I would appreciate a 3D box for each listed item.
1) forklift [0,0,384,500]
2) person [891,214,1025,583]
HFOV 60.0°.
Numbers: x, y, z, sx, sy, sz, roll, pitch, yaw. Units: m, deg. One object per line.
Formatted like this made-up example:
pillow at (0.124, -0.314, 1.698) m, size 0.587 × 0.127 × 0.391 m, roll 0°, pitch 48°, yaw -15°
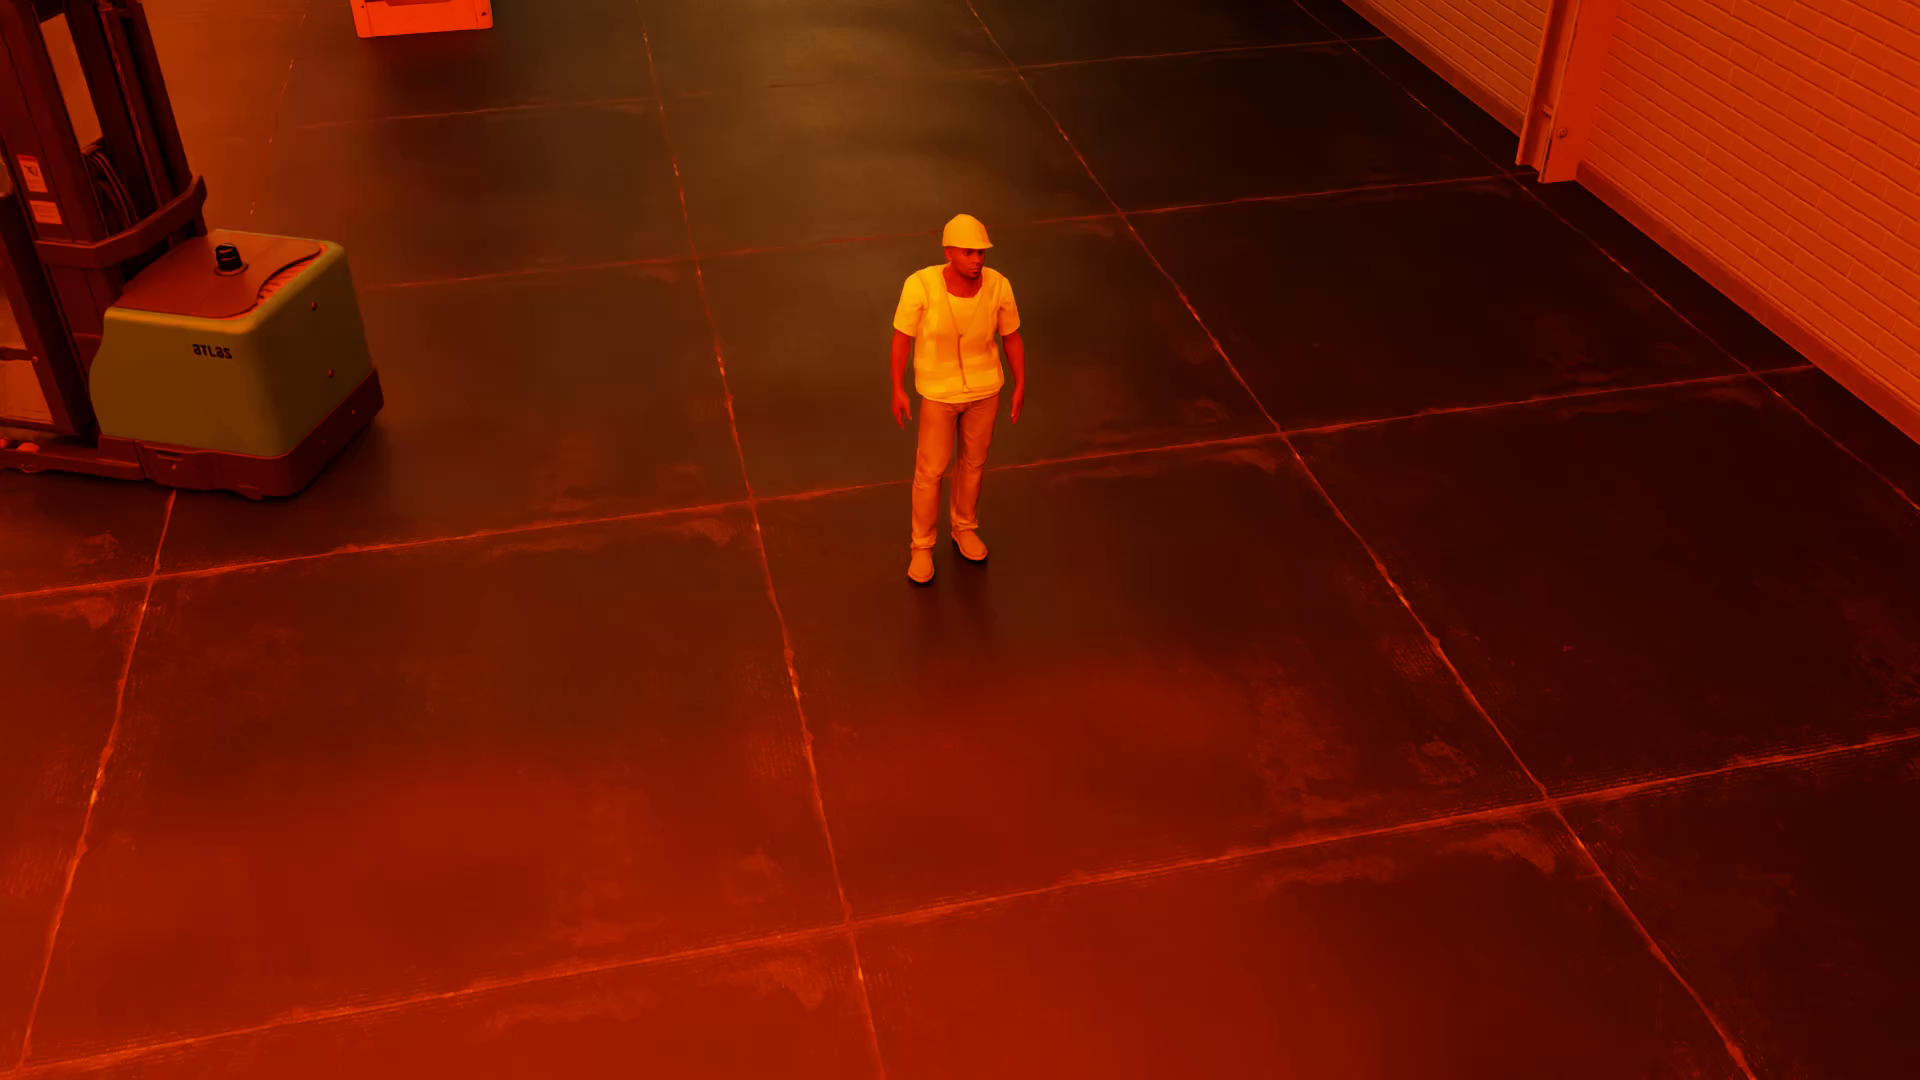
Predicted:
forklift at (-4.865, -1.844, 8.613) m, size 3.031 × 2.935 × 1.130 m, roll 8°, pitch 36°, yaw 10°
person at (0.009, -0.683, 7.983) m, size 0.665 × 1.765 × 0.577 m, roll -8°, pitch 36°, yaw -11°
